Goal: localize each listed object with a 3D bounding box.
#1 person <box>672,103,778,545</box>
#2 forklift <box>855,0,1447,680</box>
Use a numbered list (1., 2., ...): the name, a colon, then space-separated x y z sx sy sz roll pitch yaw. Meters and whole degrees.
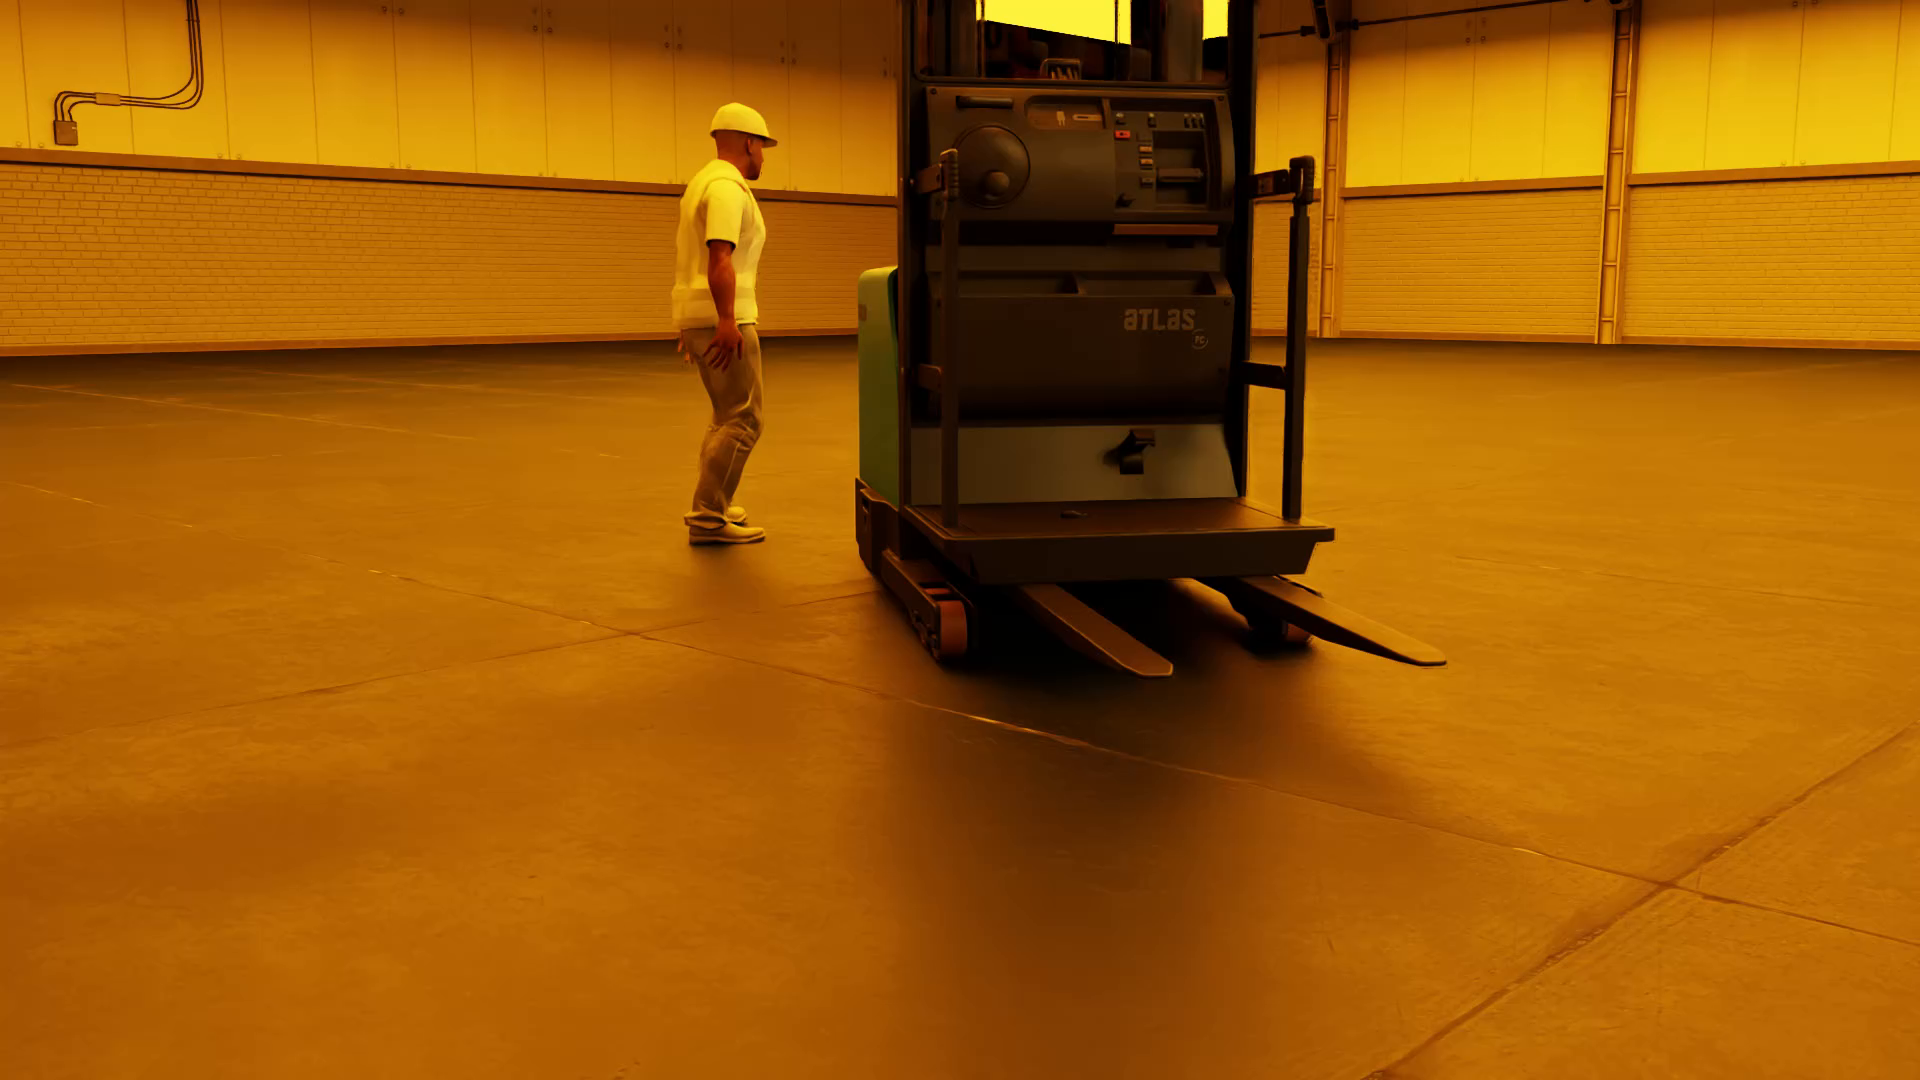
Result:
1. person: -0.929 -0.868 6.677 0.449 1.733 0.875 -3 9 -22
2. forklift: 0.404 -1.182 4.724 1.130 2.935 3.031 -2 9 -11
